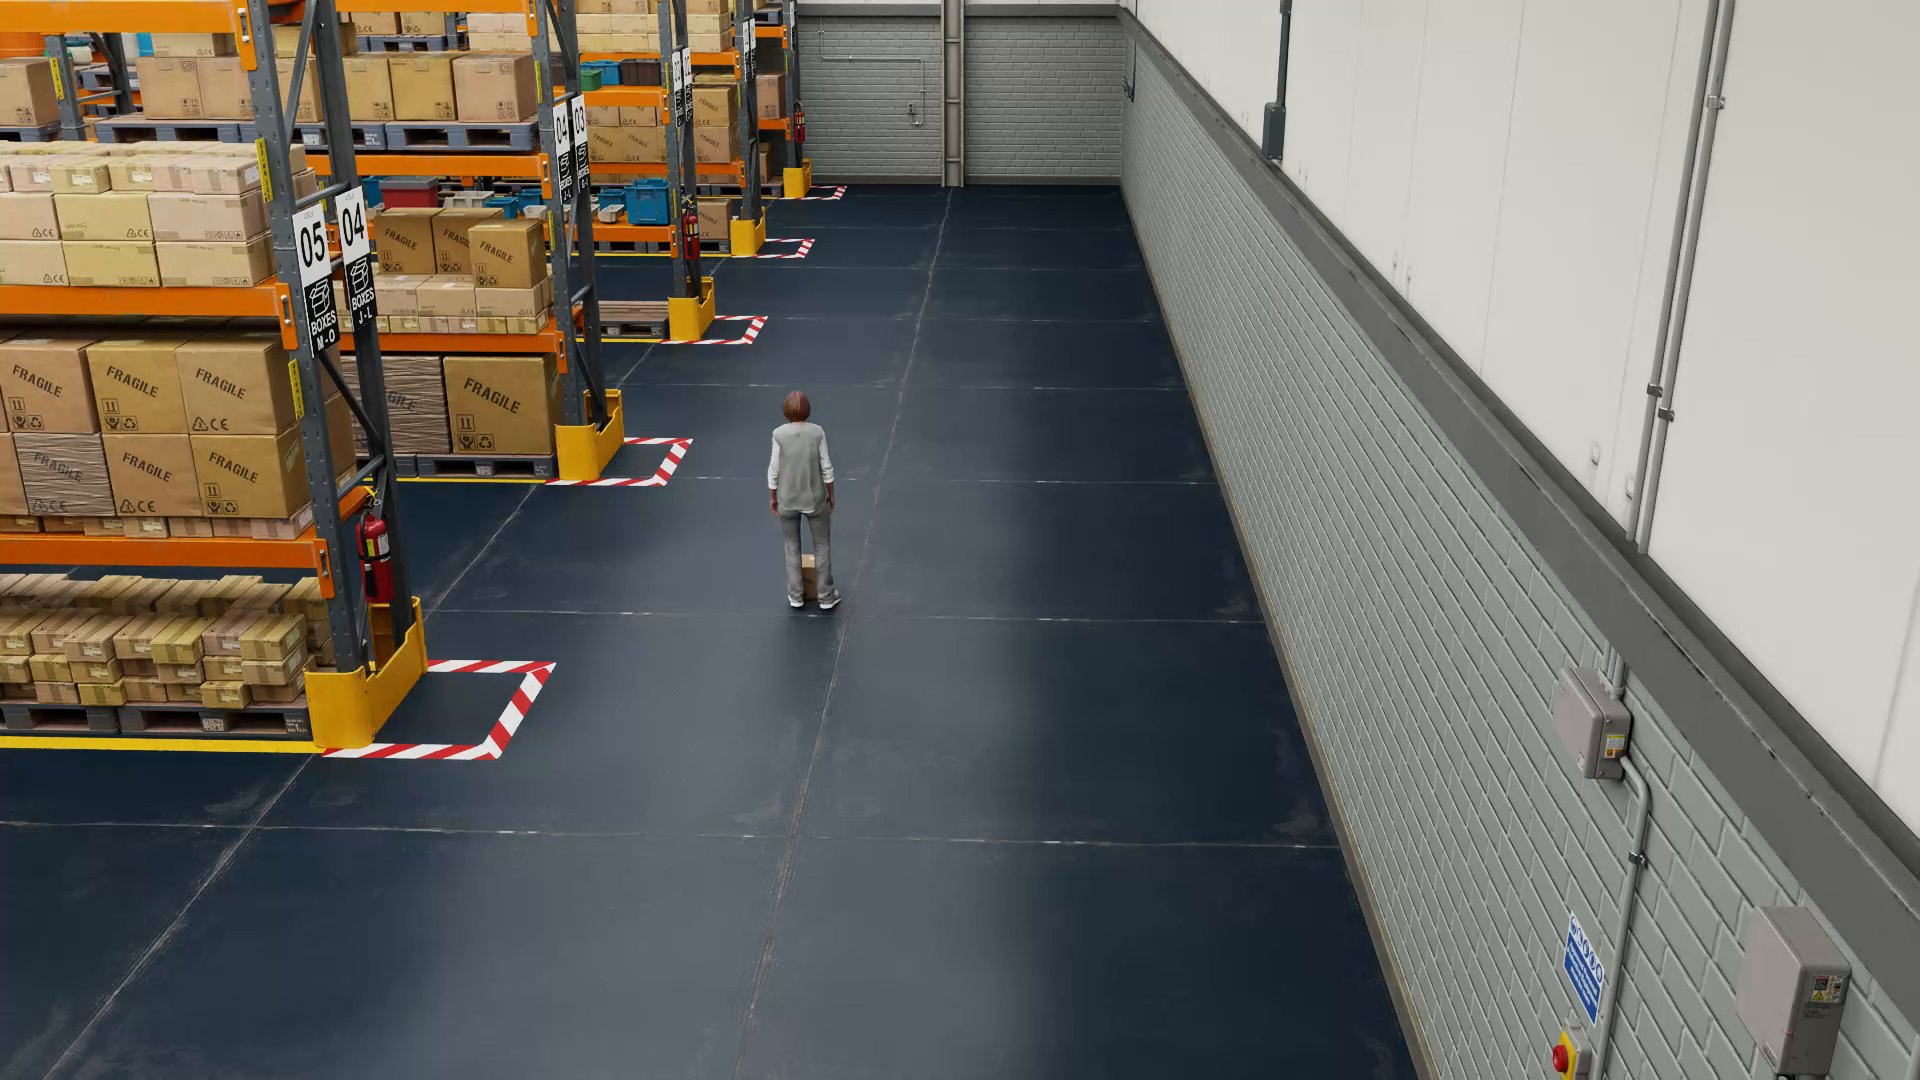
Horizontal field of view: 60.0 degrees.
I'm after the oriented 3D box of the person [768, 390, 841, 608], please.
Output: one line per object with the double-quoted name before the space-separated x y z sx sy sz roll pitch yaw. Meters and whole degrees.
"person" -1.113 -0.276 11.812 0.485 1.594 0.371 0 21 -1
